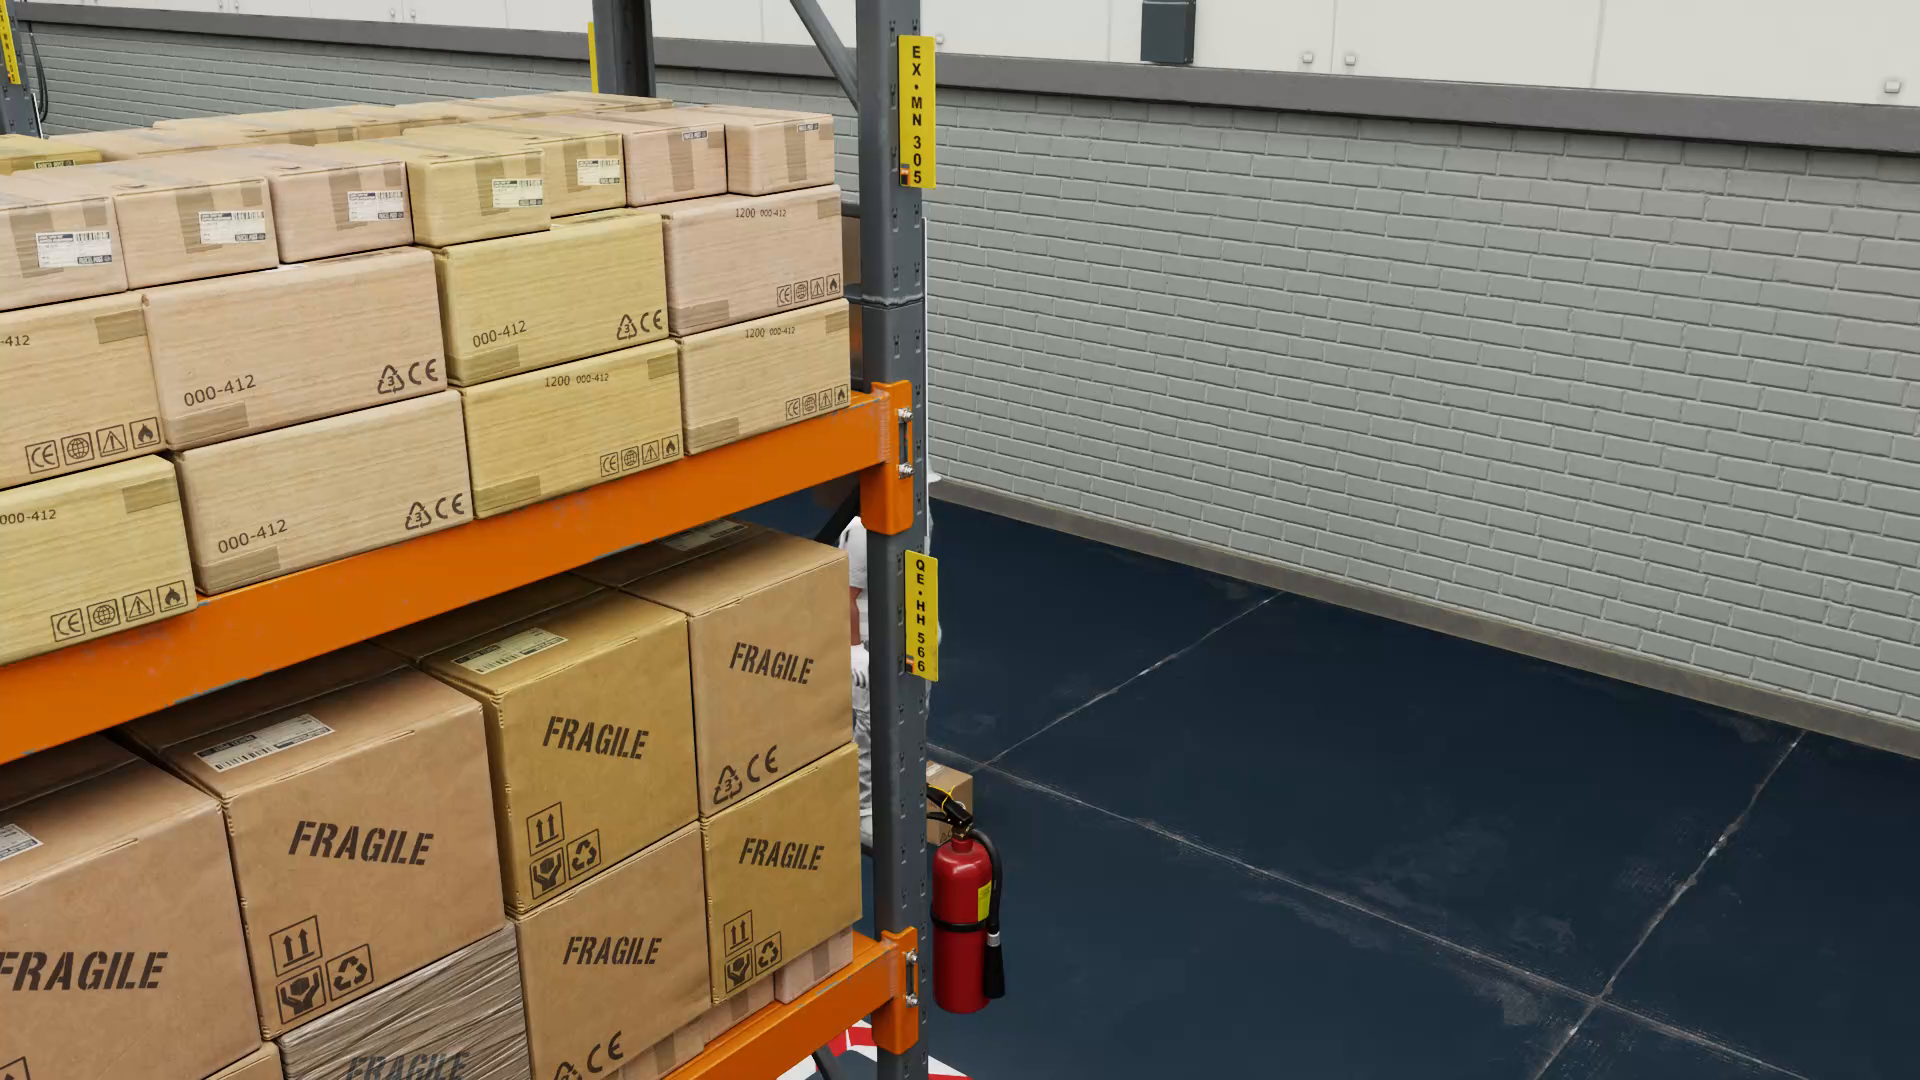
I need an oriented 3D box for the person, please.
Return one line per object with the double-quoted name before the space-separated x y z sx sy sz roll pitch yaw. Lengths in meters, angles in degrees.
"person" -0.296 0.423 7.396 0.450 1.774 0.627 14 24 33
